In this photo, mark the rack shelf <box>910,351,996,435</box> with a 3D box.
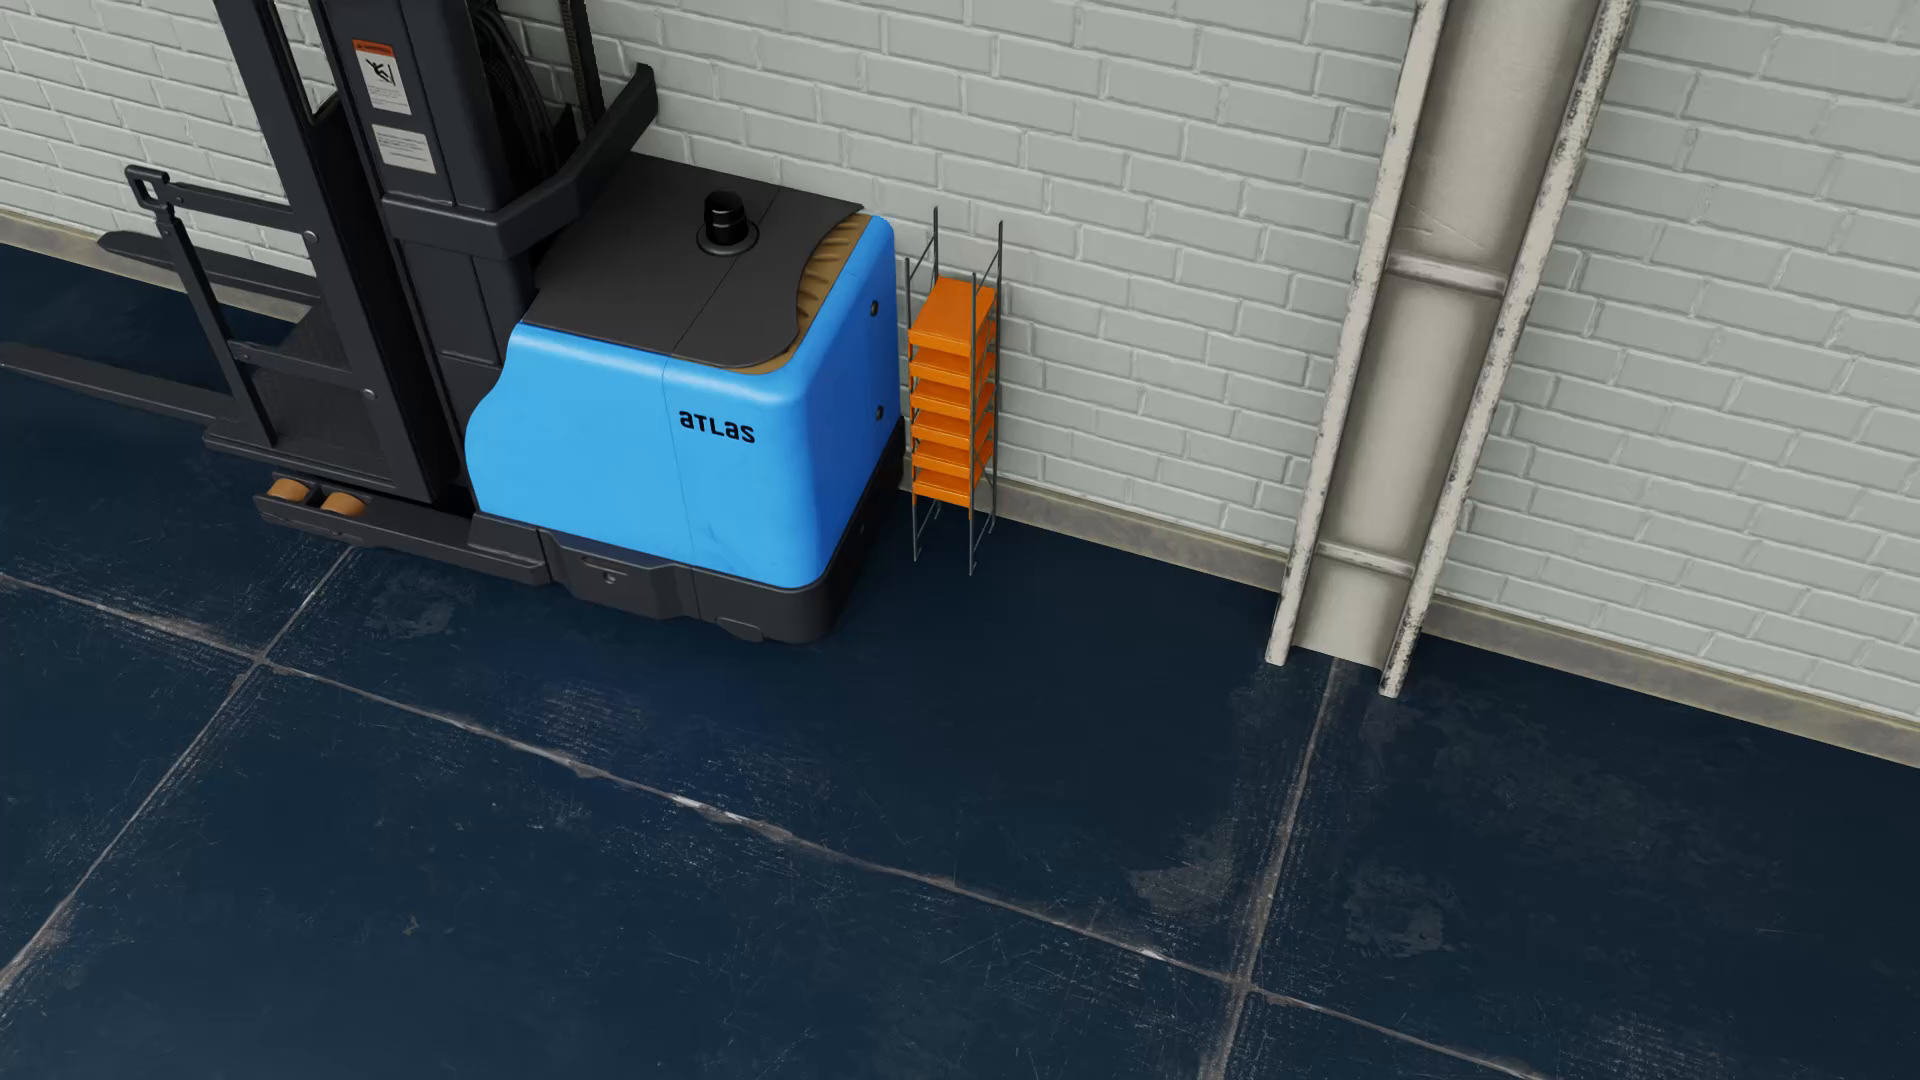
[{"bbox_3d":[-0.015,-0.439,4.737,0.180,0.103,0.258,15,51,12],"label":"rack shelf"}]

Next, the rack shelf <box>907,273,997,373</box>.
[{"bbox_3d":[-0.015,-0.596,4.555,0.180,0.103,0.258,15,51,12],"label":"rack shelf"}]

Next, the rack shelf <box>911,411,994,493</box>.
[{"bbox_3d":[-0.015,-0.282,4.918,0.180,0.103,0.258,15,51,12],"label":"rack shelf"}]

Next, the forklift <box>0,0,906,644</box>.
[{"bbox_3d":[-1.691,-1.315,4.450,3.031,2.935,1.130,14,50,12],"label":"forklift"}]

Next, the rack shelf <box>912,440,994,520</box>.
[{"bbox_3d":[-0.015,-0.203,5.009,0.180,0.103,0.258,15,51,12],"label":"rack shelf"}]

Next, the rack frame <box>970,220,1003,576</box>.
[{"bbox_3d":[0.072,-0.367,4.774,0.006,1.200,0.240,15,51,12],"label":"rack frame"}]

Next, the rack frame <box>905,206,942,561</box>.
[{"bbox_3d":[-0.101,-0.412,4.813,0.006,1.200,0.240,15,51,12],"label":"rack frame"}]

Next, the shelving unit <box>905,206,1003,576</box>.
[{"bbox_3d":[-0.015,-0.390,4.794,0.189,1.200,0.258,15,51,12],"label":"shelving unit"}]

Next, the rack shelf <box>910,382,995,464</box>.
[{"bbox_3d":[-0.015,-0.361,4.827,0.180,0.103,0.258,15,51,12],"label":"rack shelf"}]

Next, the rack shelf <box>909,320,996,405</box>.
[{"bbox_3d":[-0.015,-0.518,4.646,0.180,0.103,0.258,15,51,12],"label":"rack shelf"}]
